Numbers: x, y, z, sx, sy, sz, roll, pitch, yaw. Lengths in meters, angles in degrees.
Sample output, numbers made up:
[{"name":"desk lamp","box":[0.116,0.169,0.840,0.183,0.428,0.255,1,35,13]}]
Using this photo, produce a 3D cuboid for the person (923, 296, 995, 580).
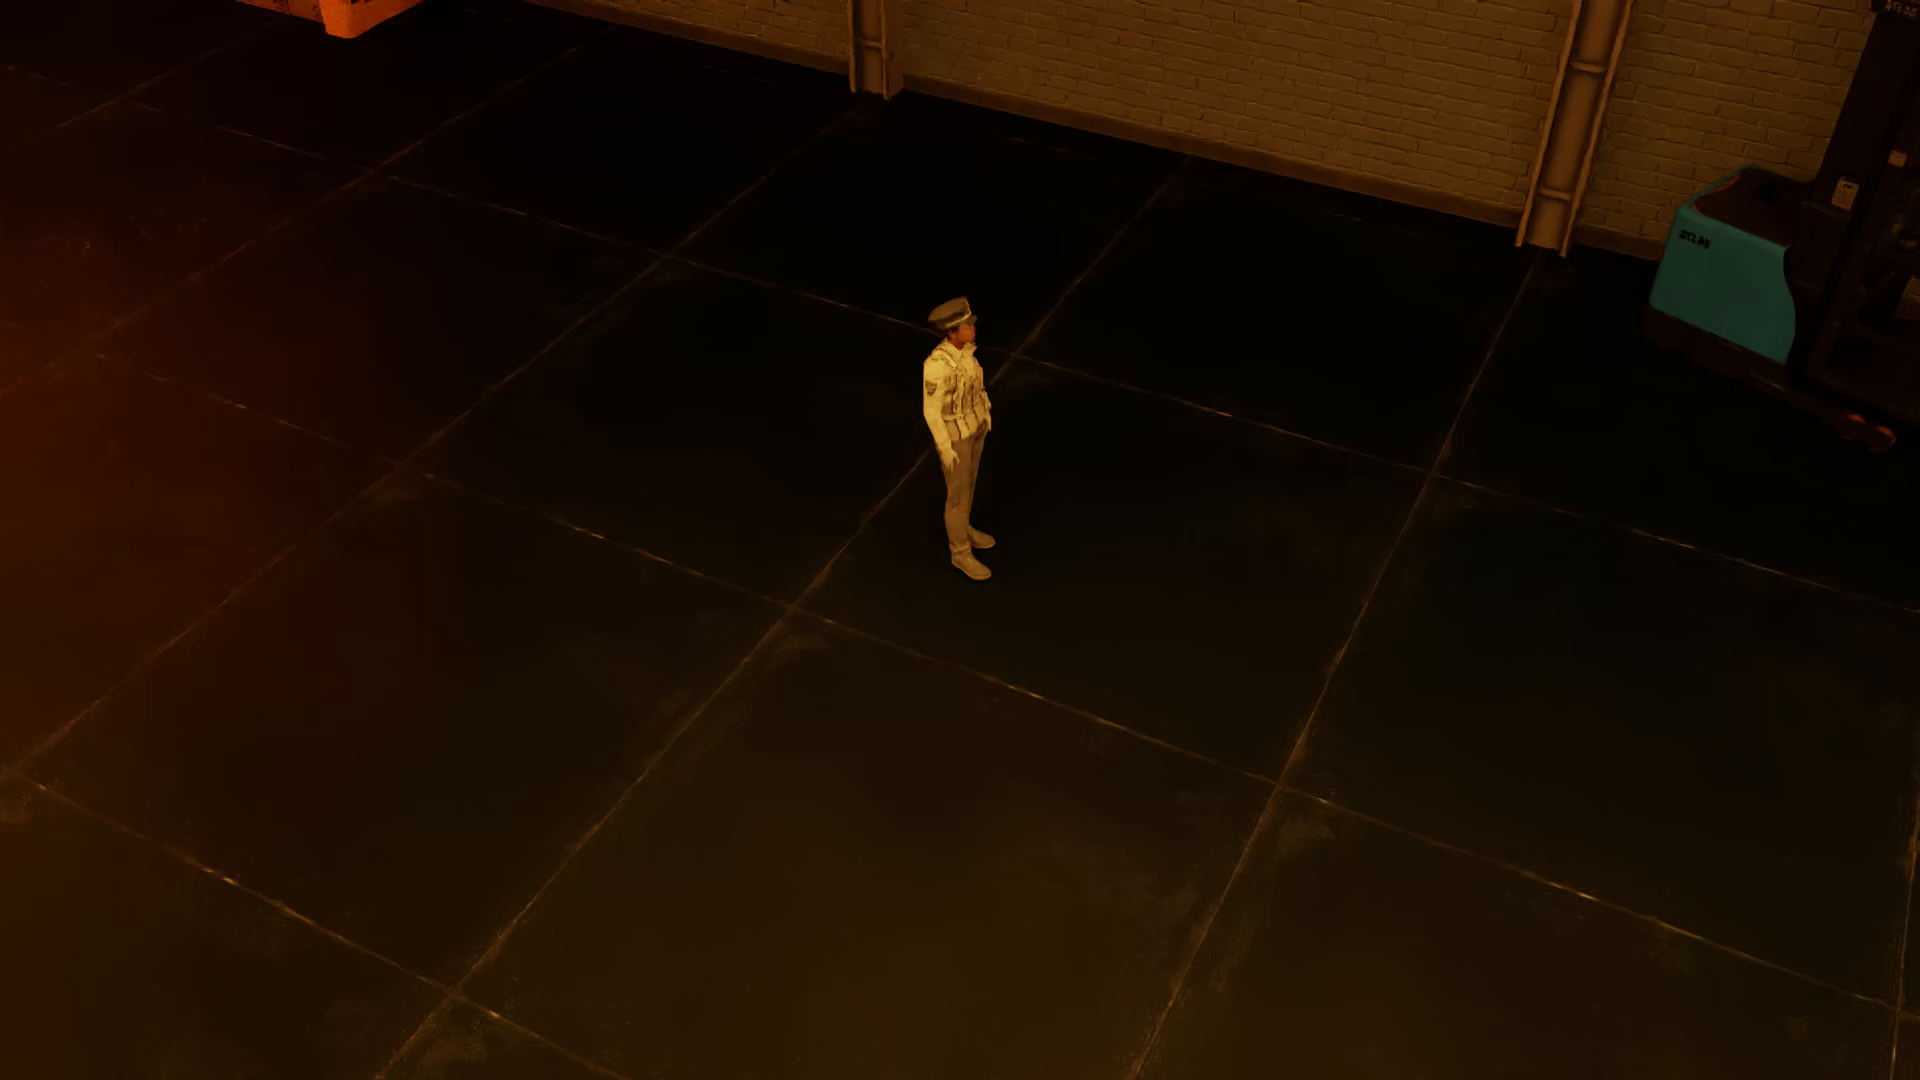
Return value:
[{"name":"person","box":[0.053,-0.624,9.676,0.533,1.695,0.568,18,43,21]}]

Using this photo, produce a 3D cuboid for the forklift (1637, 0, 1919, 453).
[{"name":"forklift","box":[6.224,-2.073,10.447,1.130,2.935,3.031,-31,49,-31]}]
